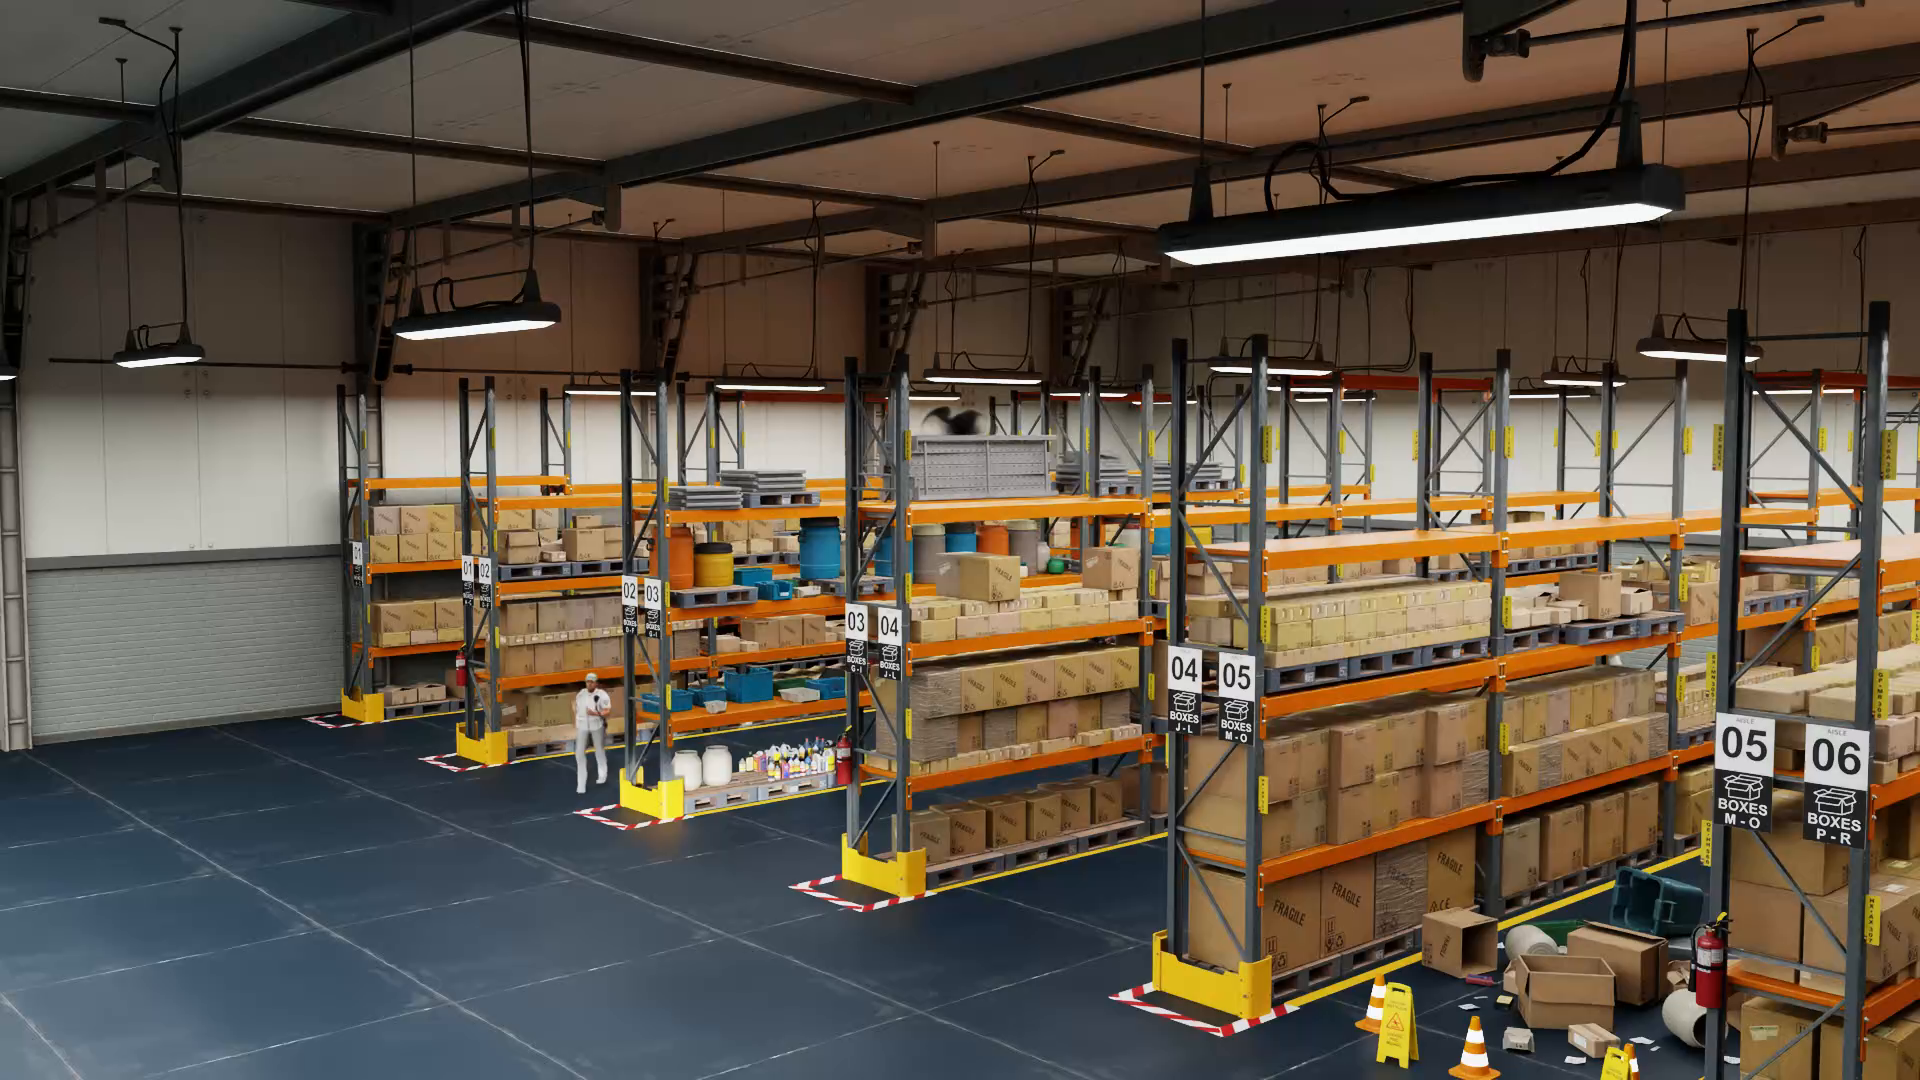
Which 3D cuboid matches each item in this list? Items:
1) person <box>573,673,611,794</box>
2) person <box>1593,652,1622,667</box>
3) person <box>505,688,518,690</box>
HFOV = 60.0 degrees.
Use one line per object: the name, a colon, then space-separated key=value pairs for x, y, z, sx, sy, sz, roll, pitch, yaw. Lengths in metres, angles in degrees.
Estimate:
person: x=-5.306 y=2.766 z=23.968 sx=0.581 sy=1.730 sz=0.765 roll=0 pitch=4 yaw=0
person: x=12.197 y=2.276 z=31.483 sx=0.754 sy=1.743 sz=1.071 roll=-1 pitch=4 yaw=-14
person: x=-7.704 y=2.536 z=28.228 sx=0.548 sy=1.561 sz=0.505 roll=2 pitch=4 yaw=30
